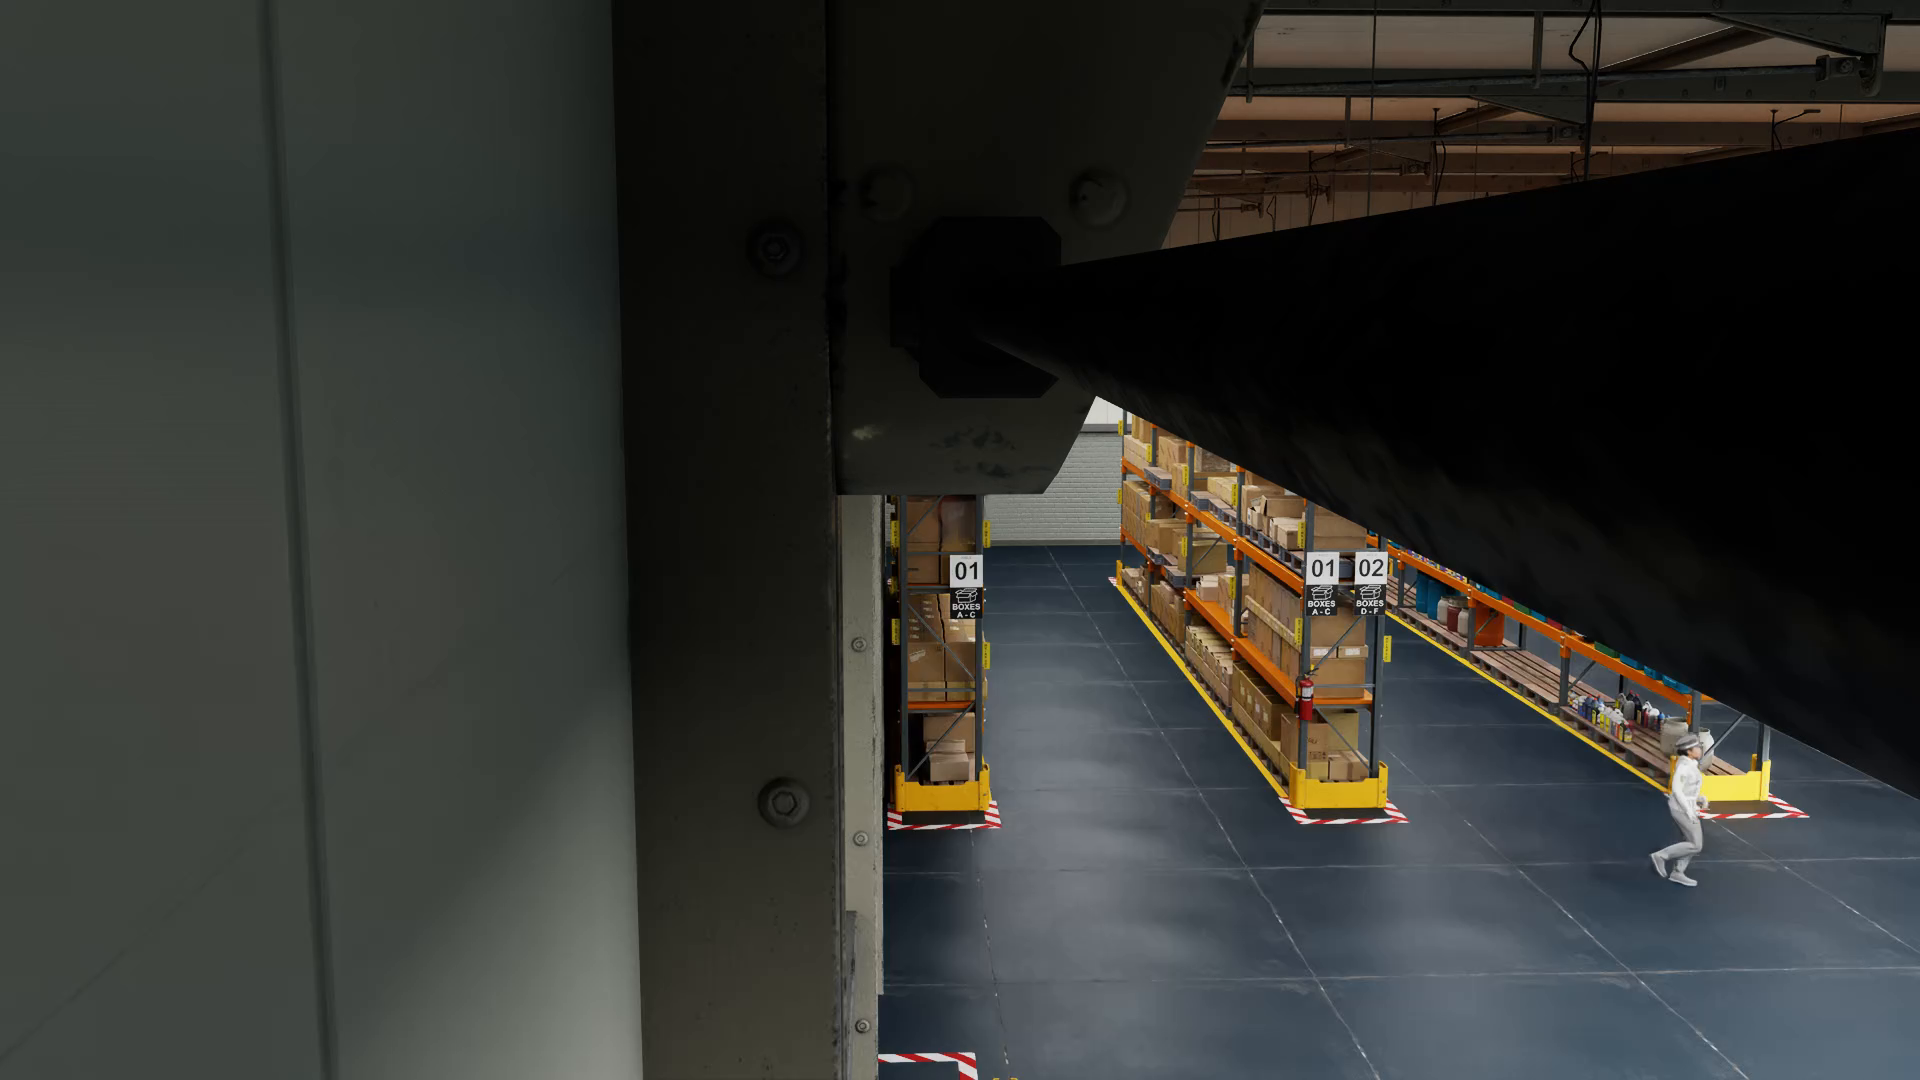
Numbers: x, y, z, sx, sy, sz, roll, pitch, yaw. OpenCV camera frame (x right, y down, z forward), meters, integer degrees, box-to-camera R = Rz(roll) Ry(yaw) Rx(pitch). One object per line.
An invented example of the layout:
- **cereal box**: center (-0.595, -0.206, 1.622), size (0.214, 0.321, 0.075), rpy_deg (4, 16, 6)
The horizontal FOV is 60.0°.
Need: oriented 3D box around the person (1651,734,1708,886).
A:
- **person**: center (7.798, 2.893, 17.921), size (0.497, 1.670, 0.638), rpy_deg (3, 9, 21)
